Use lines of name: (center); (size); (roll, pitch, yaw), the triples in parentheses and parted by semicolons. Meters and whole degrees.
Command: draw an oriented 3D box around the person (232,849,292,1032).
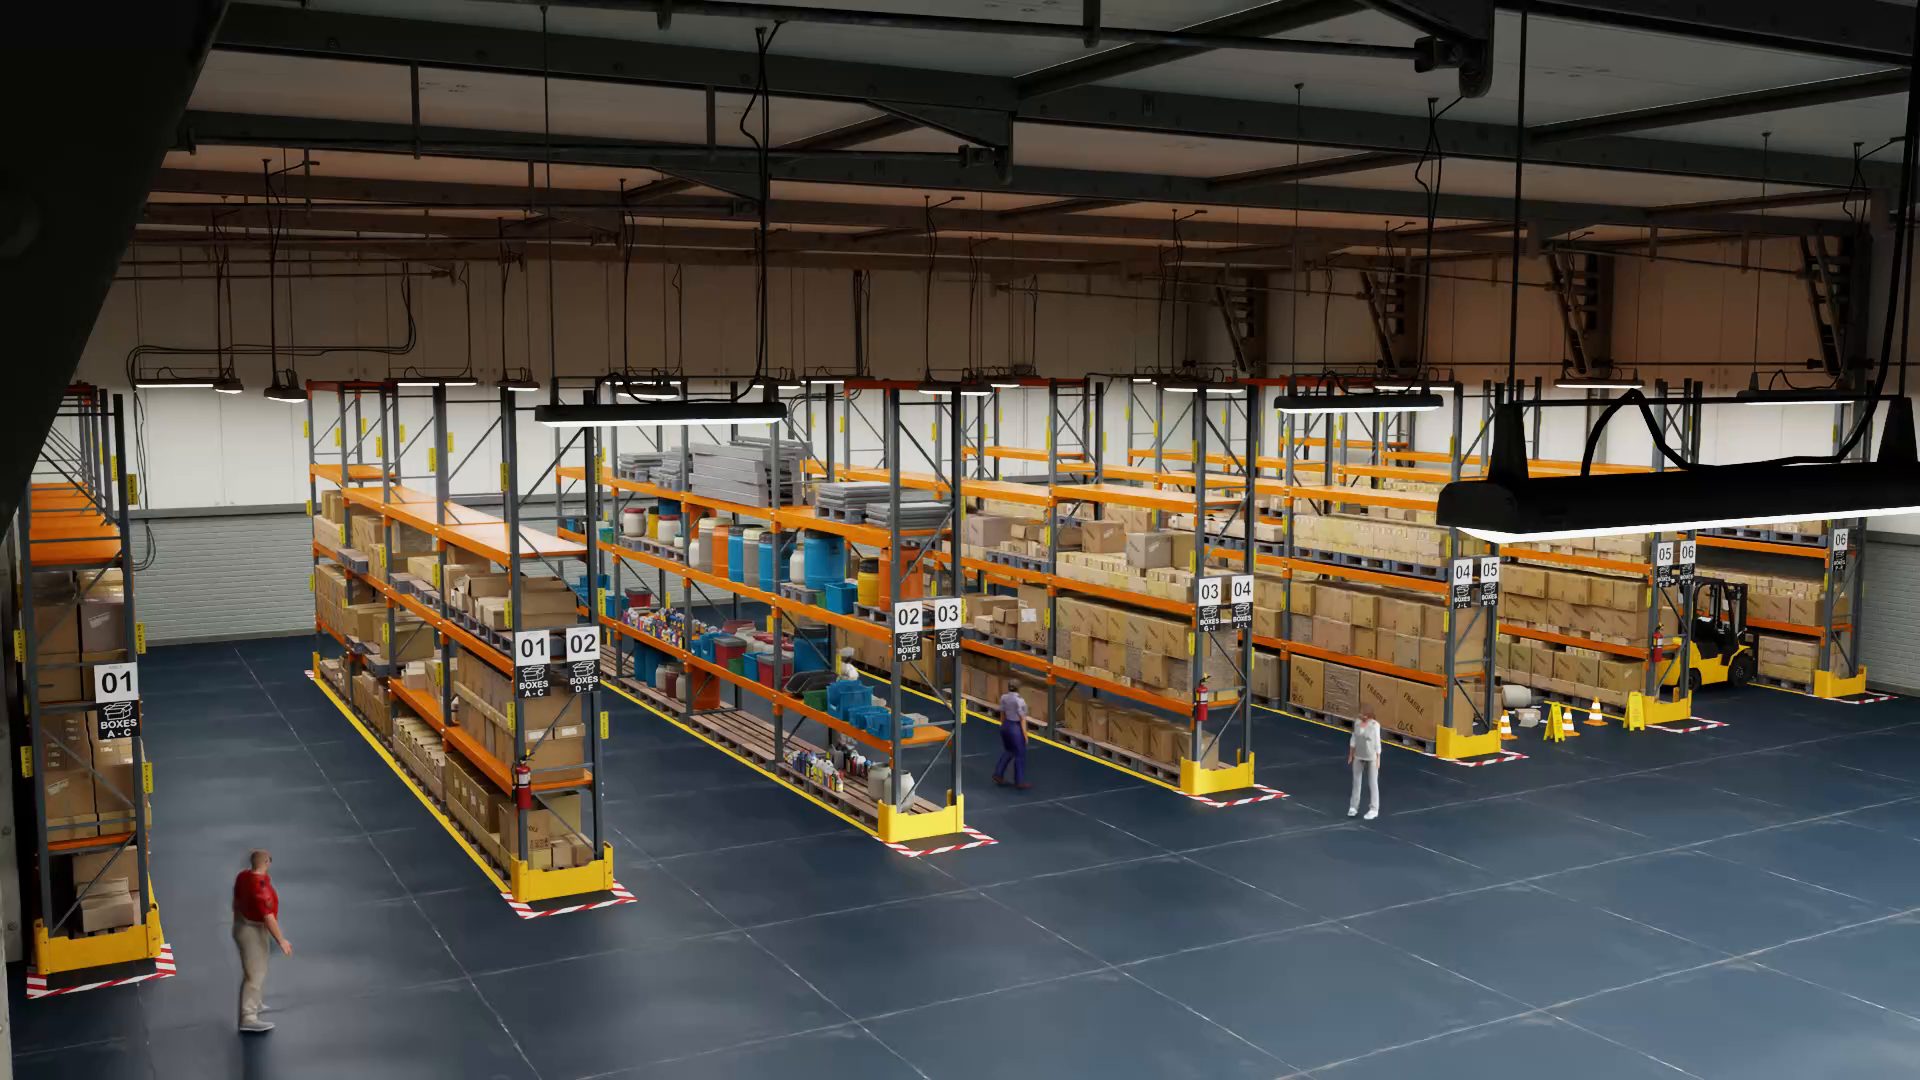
person: (-6.760, 3.815, 15.976); (0.497, 1.768, 0.711); (-5, 8, -38)

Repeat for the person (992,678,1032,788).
person: (0.817, 2.883, 24.906); (0.462, 1.669, 0.545); (-4, 7, -36)

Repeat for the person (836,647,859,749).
person: (-1.849, 2.595, 27.434); (0.517, 1.716, 0.616); (-3, 7, -24)

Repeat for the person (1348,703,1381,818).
person: (5.628, 3.065, 23.202); (0.454, 1.599, 0.386); (4, 7, 36)
